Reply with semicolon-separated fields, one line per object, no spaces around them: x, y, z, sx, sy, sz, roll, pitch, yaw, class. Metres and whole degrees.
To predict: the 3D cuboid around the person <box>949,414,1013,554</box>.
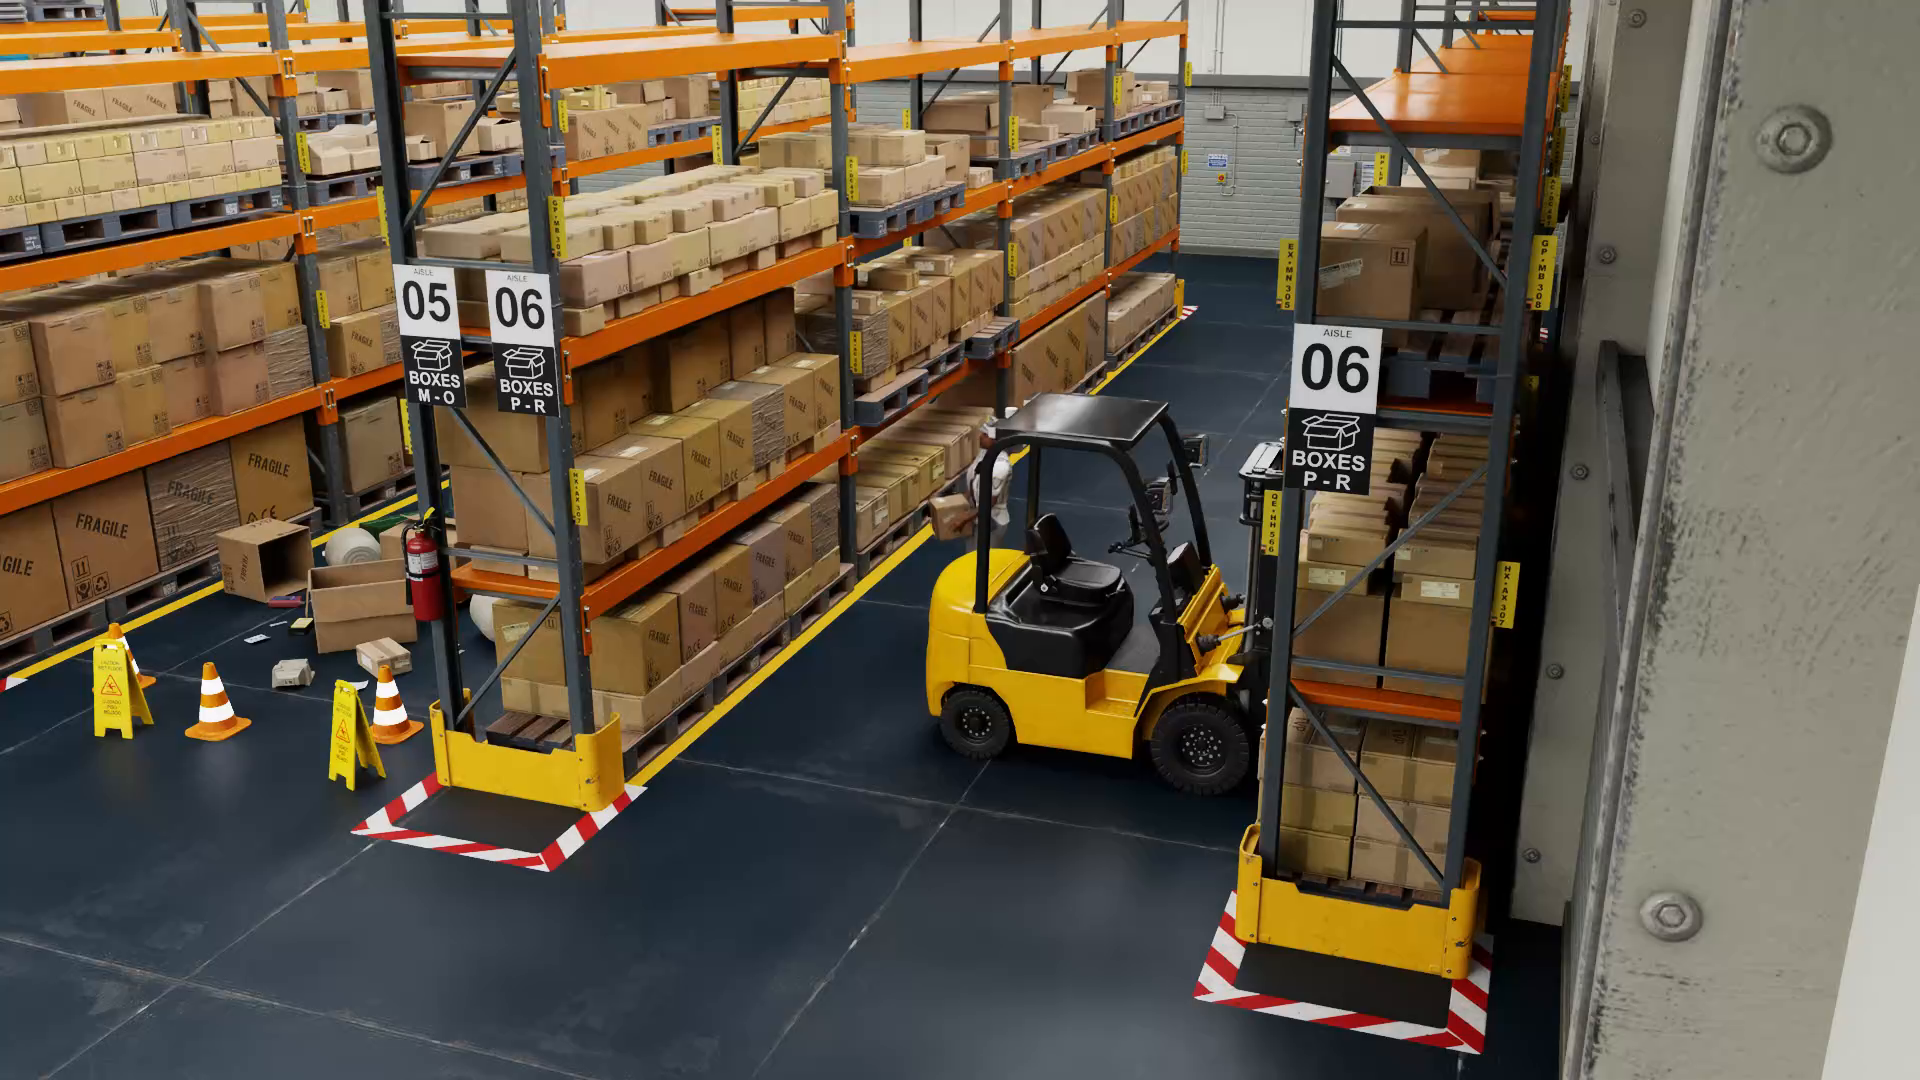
0.136;-0.111;12.326;0.522;1.702;0.474;-4;19;-13;person
